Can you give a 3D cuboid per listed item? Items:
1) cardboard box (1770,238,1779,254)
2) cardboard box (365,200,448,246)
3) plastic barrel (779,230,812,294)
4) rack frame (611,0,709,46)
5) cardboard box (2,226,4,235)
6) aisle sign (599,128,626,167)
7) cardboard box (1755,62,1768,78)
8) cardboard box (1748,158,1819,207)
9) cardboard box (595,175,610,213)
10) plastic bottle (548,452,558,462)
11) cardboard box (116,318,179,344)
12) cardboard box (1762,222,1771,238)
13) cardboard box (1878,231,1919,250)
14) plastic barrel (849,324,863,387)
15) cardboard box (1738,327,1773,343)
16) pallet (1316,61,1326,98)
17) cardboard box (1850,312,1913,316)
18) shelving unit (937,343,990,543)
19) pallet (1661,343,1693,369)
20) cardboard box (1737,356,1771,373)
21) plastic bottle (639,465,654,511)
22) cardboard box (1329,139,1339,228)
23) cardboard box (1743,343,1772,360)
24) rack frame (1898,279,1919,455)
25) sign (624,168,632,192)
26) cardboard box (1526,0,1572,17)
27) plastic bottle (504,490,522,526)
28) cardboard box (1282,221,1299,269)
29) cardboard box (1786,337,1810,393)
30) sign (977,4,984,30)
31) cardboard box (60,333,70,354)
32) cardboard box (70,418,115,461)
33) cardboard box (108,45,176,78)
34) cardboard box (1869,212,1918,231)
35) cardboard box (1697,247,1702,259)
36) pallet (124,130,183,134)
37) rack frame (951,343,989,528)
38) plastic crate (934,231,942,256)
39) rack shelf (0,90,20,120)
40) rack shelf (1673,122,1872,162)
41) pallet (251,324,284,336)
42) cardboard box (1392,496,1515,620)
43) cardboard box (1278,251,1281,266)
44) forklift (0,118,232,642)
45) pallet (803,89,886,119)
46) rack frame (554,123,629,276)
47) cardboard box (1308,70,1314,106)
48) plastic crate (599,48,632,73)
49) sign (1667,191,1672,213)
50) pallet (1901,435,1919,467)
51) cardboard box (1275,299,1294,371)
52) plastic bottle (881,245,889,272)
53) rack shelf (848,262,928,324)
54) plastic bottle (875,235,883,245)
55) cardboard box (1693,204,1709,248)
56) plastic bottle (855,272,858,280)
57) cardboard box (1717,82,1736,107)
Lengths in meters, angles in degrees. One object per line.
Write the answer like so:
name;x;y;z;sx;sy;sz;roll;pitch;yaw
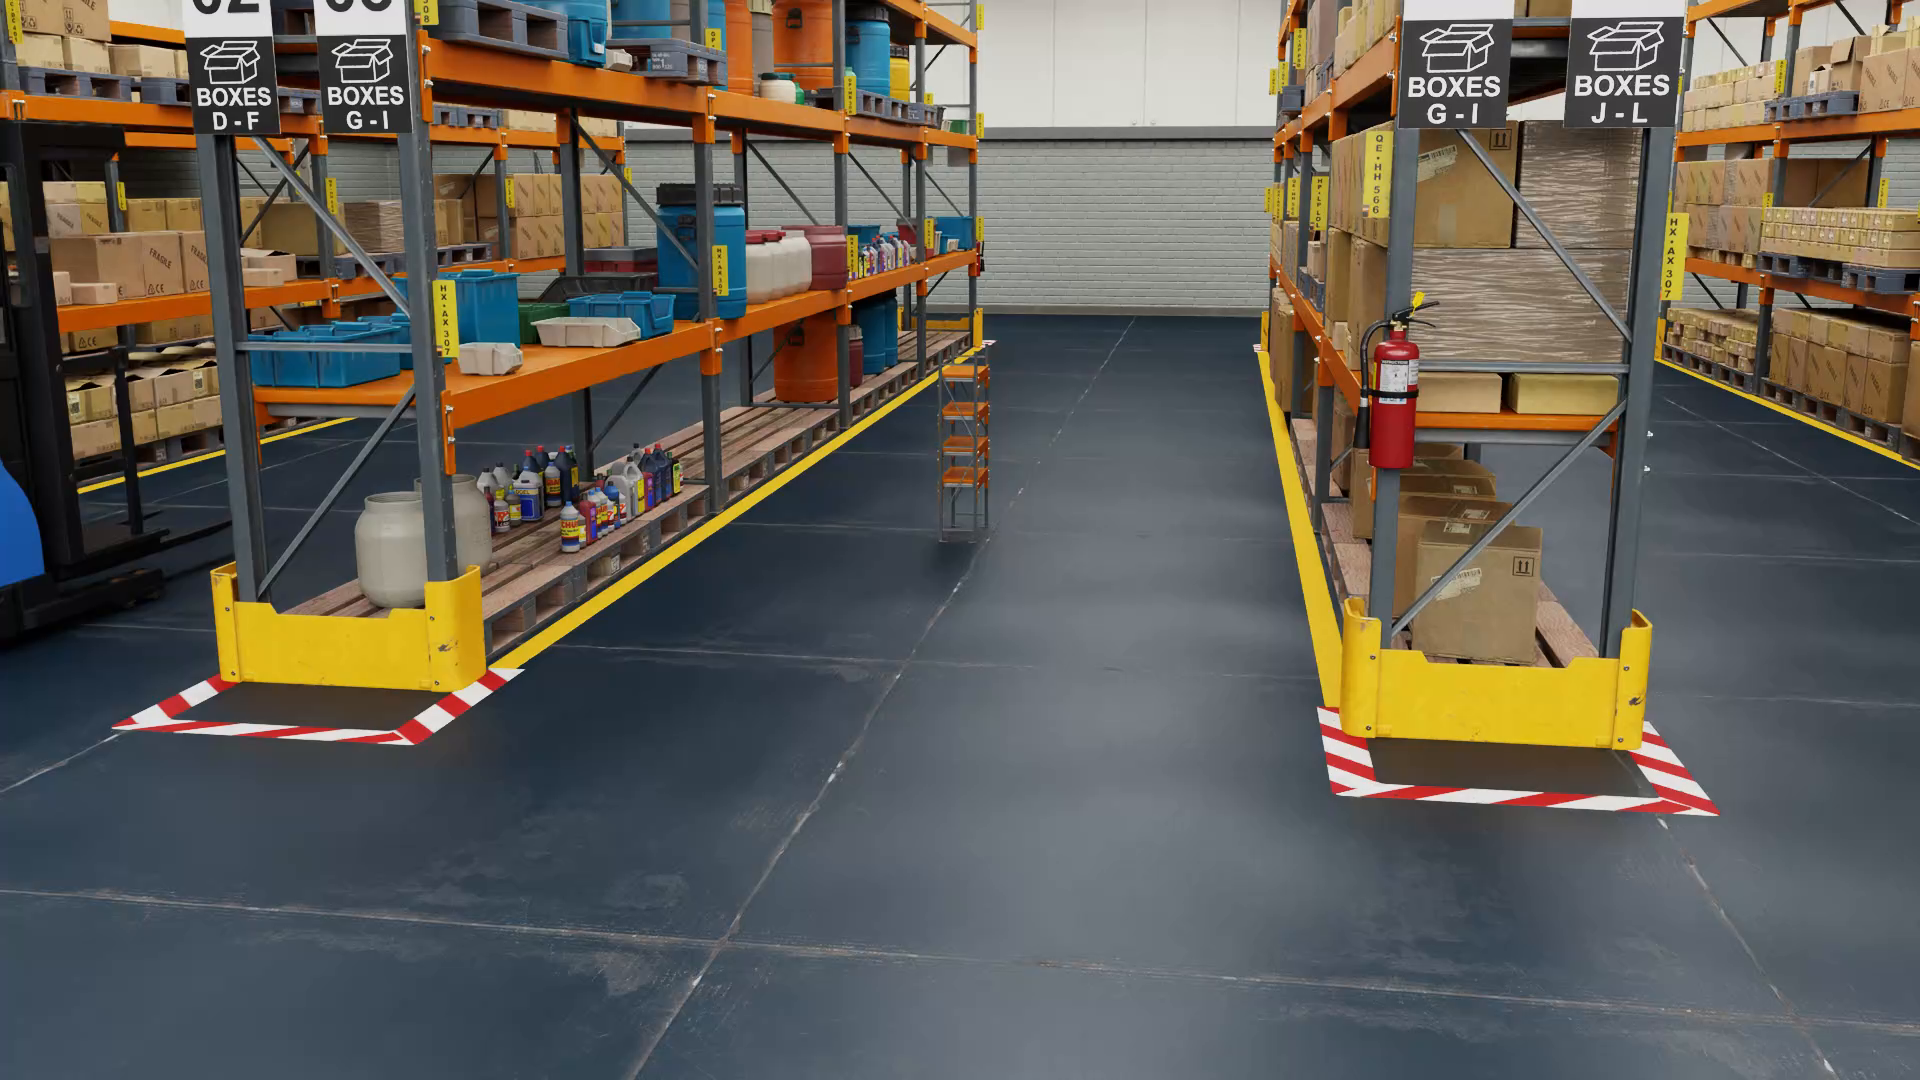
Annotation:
cardboard box;8.336;-2.941;16.619;0.380;0.149;0.250;2;12;10
cardboard box;-6.122;-3.505;18.401;0.700;0.500;0.500;4;13;18
plastic barrel;-1.454;-2.327;13.904;0.421;0.512;0.421;0;12;0
rack frame;-2.122;-4.593;10.446;1.000;3.000;0.127;2;12;9
cardboard box;-6.846;-2.124;11.452;0.380;0.149;0.250;2;12;9
aisle sign;-4.857;-5.595;23.163;0.394;0.787;0.004;2;12;9
cardboard box;8.693;-4.997;17.665;0.380;0.149;0.250;2;12;9
cardboard box;8.693;-3.773;17.565;0.500;0.500;0.500;1;12;7
cardboard box;-5.043;-4.651;22.342;0.500;0.500;0.500;2;12;10
plastic bottle;-2.626;-0.424;10.760;0.152;0.276;0.135;2;12;11
cardboard box;-10.464;-2.782;21.221;0.700;0.500;0.500;2;12;9
cardboard box;8.373;-3.144;16.857;0.380;0.149;0.250;2;12;10
cardboard box;7.899;-2.496;13.850;0.380;0.149;0.250;2;12;10
plastic barrel;-1.274;-1.857;16.717;0.600;0.588;0.708;2;12;9
cardboard box;8.686;-2.223;18.046;0.380;0.149;0.250;2;12;9
pallet;3.129;-3.215;11.619;1.213;0.211;1.003;2;12;9
cardboard box;8.931;-2.064;16.105;0.500;0.250;0.500;2;12;11
shelving unit;0.025;-0.621;10.527;0.258;1.200;0.503;2;12;9
pallet;9.332;-2.269;20.522;1.003;0.211;1.213;2;12;9
cardboard box;8.612;-1.888;17.903;0.380;0.149;0.250;2;12;9
plastic bottle;-1.949;-0.329;10.303;0.061;0.283;0.133;3;12;12
cardboard box;2.452;-2.098;9.789;0.500;0.500;0.500;2;12;9
cardboard box;8.623;-2.016;17.794;0.380;0.149;0.250;2;12;10
rack frame;8.273;-2.151;13.353;1.000;3.000;0.127;2;12;9
sign;-4.625;-5.018;23.159;0.100;0.325;0.005;2;12;9
cardboard box;2.487;-2.152;6.596;0.500;0.250;0.500;2;12;10
plastic bottle;-2.653;-0.192;9.860;0.097;0.201;0.097;0;12;0
cardboard box;3.685;-3.126;17.643;0.500;0.500;0.500;2;12;9
cardboard box;8.433;-1.711;16.251;0.500;0.500;0.500;2;12;11
sign;0.270;-6.919;22.004;0.100;0.325;0.005;2;12;9
cardboard box;-10.786;-2.476;18.970;0.750;0.750;0.750;2;12;10
cardboard box;-6.709;-0.759;12.424;0.500;0.250;0.500;2;12;7
cardboard box;-6.661;-3.816;13.319;0.500;0.250;0.500;1;12;4
cardboard box;7.936;-2.693;14.058;0.380;0.149;0.250;2;12;8
cardboard box;9.133;-3.470;20.069;0.380;0.149;0.250;2;12;11
pallet;-10.354;-5.493;21.952;1.003;0.211;1.213;2;12;9
rack frame;0.063;-0.672;10.763;0.240;1.200;0.015;2;12;9
plastic crate;-0.474;-3.609;20.259;0.437;0.282;0.530;2;12;9
rack shelf;-7.323;-2.520;9.654;1.077;0.370;4.000;2;12;9
rack shelf;9.196;-4.514;18.909;1.077;0.370;4.000;2;12;9
pallet;-10.111;-2.947;23.668;1.003;0.211;1.213;2;12;9
cardboard box;2.328;0.094;7.872;0.500;0.500;0.500;5;13;23
cardboard box;3.726;-3.116;18.431;0.380;0.149;0.250;2;12;9
forklift;-4.952;-1.077;8.535;1.130;2.935;3.031;2;12;11
pallet;-1.292;-4.023;15.369;1.003;0.211;1.213;2;12;9
rack frame;-5.170;-4.320;23.417;1.000;3.000;0.127;2;12;9
cardboard box;2.984;-3.529;12.985;0.500;0.250;0.500;2;12;10
plastic crate;-1.969;-2.651;9.178;0.243;0.136;0.396;2;12;9
sign;8.967;-4.257;21.071;0.100;0.325;0.005;2;12;9
pallet;8.077;-0.626;12.897;1.003;0.211;1.213;2;12;9
cardboard box;3.659;-1.827;15.900;1.225;0.875;0.875;2;12;9
plastic bottle;-0.823;-2.915;17.195;0.152;0.276;0.135;2;12;9
rack shelf;-1.199;-2.558;16.949;1.077;0.370;4.000;2;12;9
plastic bottle;-0.880;-3.066;17.716;0.144;0.351;0.185;2;12;9
cardboard box;9.016;-3.712;19.655;0.500;0.500;0.500;2;12;9
plastic bottle;-1.049;-2.608;15.771;0.152;0.276;0.135;2;12;9
cardboard box;8.934;-5.052;18.864;0.500;0.250;0.500;1;12;7
